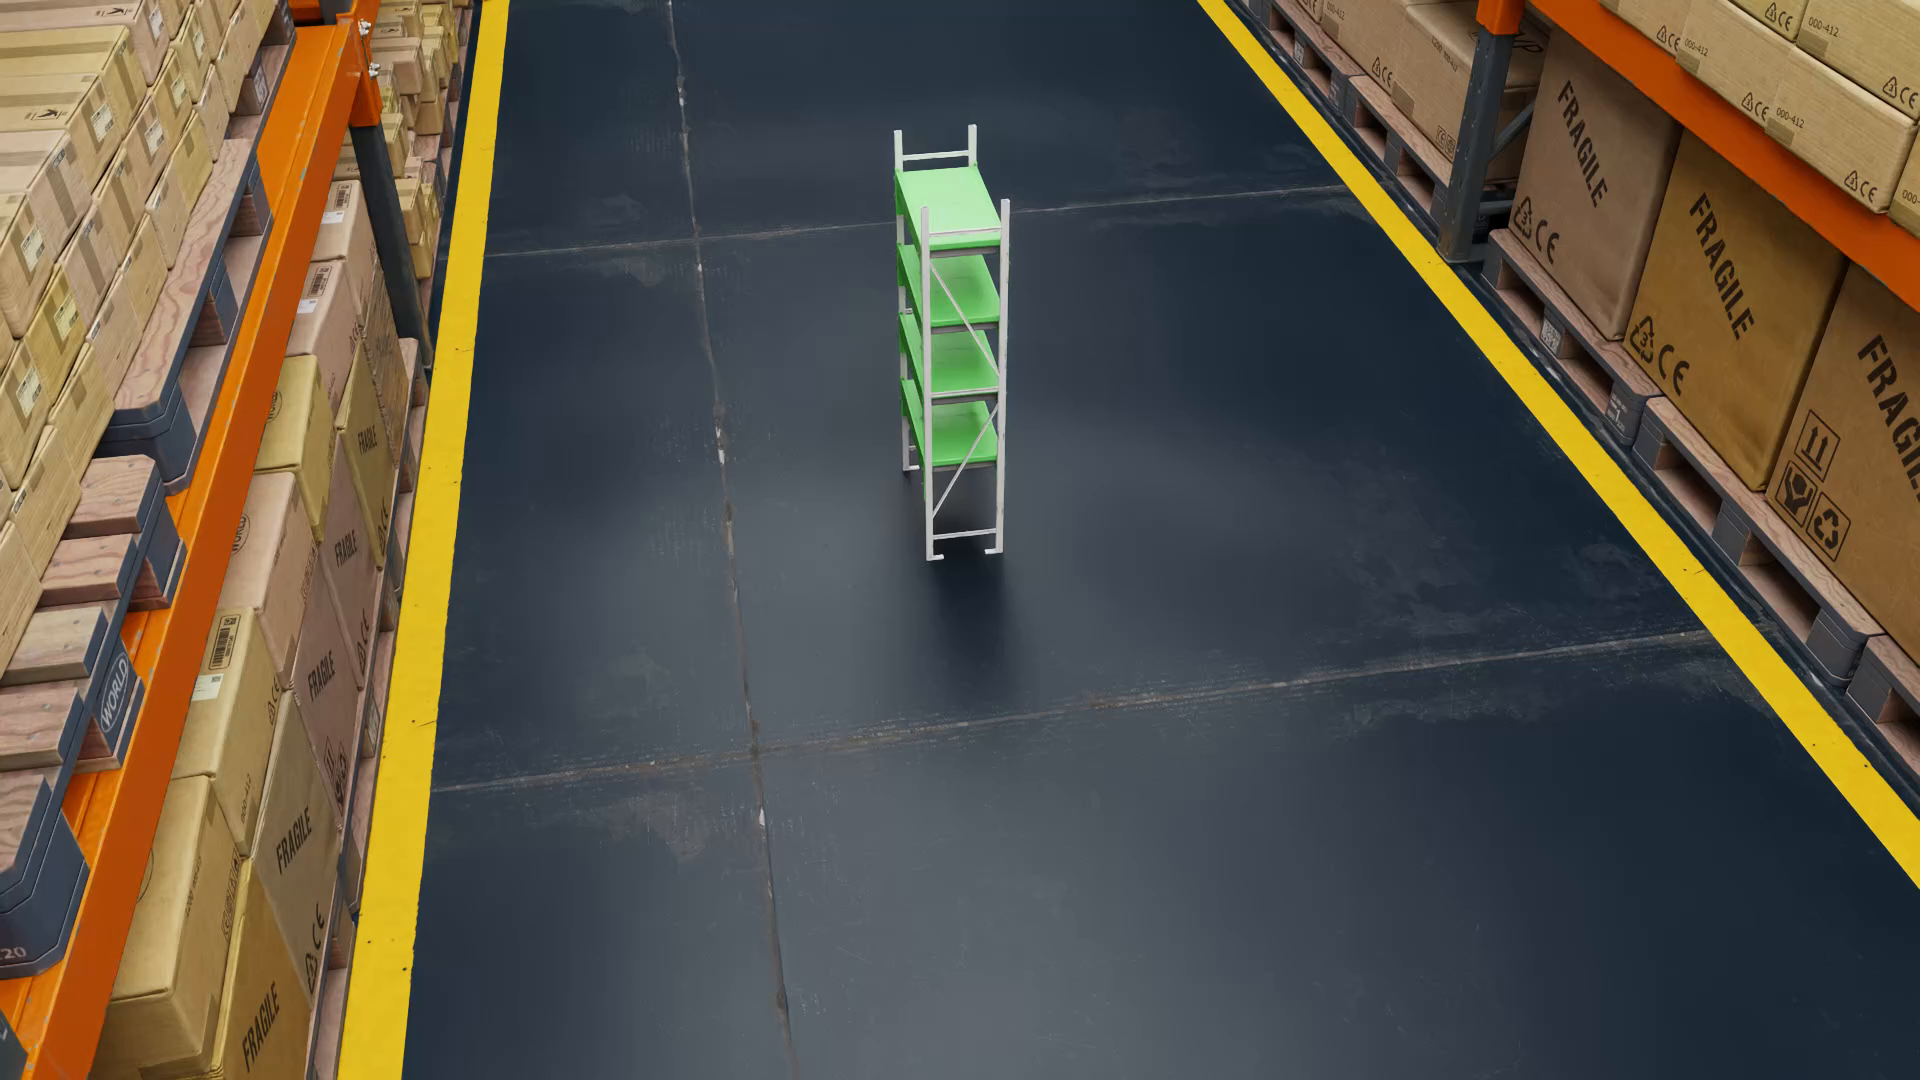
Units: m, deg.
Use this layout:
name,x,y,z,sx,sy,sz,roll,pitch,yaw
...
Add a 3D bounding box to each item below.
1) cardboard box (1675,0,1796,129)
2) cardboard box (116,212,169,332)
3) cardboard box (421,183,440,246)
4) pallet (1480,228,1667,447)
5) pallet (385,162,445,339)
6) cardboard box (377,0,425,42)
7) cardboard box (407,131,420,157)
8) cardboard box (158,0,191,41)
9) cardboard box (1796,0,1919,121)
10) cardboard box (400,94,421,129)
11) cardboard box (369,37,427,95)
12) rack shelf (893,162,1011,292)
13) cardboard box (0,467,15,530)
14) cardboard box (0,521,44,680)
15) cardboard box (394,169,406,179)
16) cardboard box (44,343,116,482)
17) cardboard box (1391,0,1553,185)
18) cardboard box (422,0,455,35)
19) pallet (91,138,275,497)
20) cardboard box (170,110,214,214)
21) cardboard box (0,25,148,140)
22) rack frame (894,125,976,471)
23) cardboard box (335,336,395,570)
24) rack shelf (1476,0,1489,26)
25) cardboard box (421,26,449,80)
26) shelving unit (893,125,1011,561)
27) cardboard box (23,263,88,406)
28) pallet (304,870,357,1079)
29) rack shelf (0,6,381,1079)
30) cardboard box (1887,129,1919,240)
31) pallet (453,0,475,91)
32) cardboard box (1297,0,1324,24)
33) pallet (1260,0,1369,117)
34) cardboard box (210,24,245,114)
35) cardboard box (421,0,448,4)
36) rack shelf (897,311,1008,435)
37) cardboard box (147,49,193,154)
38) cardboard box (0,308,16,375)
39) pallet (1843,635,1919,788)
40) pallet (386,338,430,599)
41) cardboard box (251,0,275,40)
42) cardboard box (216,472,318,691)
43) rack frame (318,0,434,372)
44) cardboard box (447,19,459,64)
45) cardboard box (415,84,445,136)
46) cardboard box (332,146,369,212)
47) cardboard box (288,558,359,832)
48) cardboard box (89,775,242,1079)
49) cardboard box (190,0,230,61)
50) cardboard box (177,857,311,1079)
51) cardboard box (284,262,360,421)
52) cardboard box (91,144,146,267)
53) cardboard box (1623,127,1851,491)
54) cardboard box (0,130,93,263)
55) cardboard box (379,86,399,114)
name,x,y,z,sx,sy,sz,roll,pitch,yaw
cardboard box,2.418,-1.397,4.726,0.500,0.250,0.500,-7,38,-8
cardboard box,-1.834,-0.524,3.342,0.380,0.149,0.250,-6,38,-7
cardboard box,-2.215,-1.236,6.377,0.380,0.149,0.250,-5,38,-7
pallet,2.644,-0.815,6.127,1.003,0.211,1.213,-6,38,-8
pallet,-2.574,-1.081,6.470,1.003,0.211,1.213,-6,38,-8
cardboard box,-2.526,-2.233,7.176,0.380,0.149,0.250,-6,38,-8
cardboard box,-2.404,-1.529,6.754,0.380,0.149,0.250,-7,38,-9
cardboard box,-1.981,-1.235,3.772,0.380,0.149,0.250,-7,38,-9
cardboard box,2.506,-1.292,4.182,0.500,0.250,0.500,-7,38,-9
cardboard box,-2.450,-1.810,6.874,0.380,0.149,0.250,-5,38,-6
cardboard box,-2.393,-1.924,6.778,0.380,0.149,0.250,-5,38,-7
rack shelf,-0.029,-0.902,4.755,0.258,0.148,0.480,-6,38,-8
cardboard box,-1.657,-0.026,2.459,0.380,0.149,0.250,-4,38,-6
cardboard box,-1.647,0.115,2.520,0.380,0.149,0.250,-4,38,-6
cardboard box,-2.302,-1.335,6.262,0.380,0.149,0.250,-6,38,-8
cardboard box,-1.743,-0.211,2.939,0.380,0.149,0.250,-5,38,-6
cardboard box,2.430,-1.919,7.021,0.875,0.438,0.875,-7,38,-9
cardboard box,-2.553,-2.441,7.686,0.380,0.149,0.250,-6,38,-7
pallet,-2.107,-0.480,3.580,1.003,0.211,1.213,-6,38,-8
cardboard box,-1.925,-0.842,3.752,0.380,0.149,0.250,-5,38,-6
cardboard box,-1.882,-0.911,3.355,0.380,0.149,0.250,-7,38,-9
rack frame,-0.072,-0.721,5.200,0.240,1.200,0.015,-6,38,-8
cardboard box,-1.954,-0.230,4.796,0.500,0.500,0.500,-7,38,-9
rack shelf,2.084,-3.298,7.637,1.077,0.370,4.000,-6,38,-8
cardboard box,-2.450,-2.121,7.274,0.380,0.149,0.250,-6,38,-7
shelving unit,-0.029,-0.574,5.011,0.258,1.200,0.503,-6,38,-8
cardboard box,-1.751,-0.339,2.862,0.380,0.149,0.250,-6,38,-8
pallet,-1.855,1.264,3.451,1.003,0.211,1.213,-6,38,-8
rack shelf,-2.071,-0.289,3.763,1.077,0.370,4.000,-6,38,-8
cardboard box,2.614,-0.789,3.943,0.500,0.250,0.500,-7,38,-8
pallet,-3.002,-2.555,8.367,1.003,0.211,1.213,-6,38,-8
cardboard box,2.116,-3.005,8.419,0.875,0.438,0.875,-5,38,-7
pallet,2.161,-2.479,8.269,1.003,0.211,1.213,-6,38,-8
cardboard box,-2.025,-1.170,4.173,0.380,0.149,0.250,-8,39,-10
cardboard box,-2.537,-2.559,7.596,0.380,0.149,0.250,-5,38,-6
rack shelf,-0.029,-0.523,5.050,0.258,0.148,0.480,-6,38,-8
cardboard box,-1.922,-0.950,3.648,0.380,0.149,0.250,-6,38,-8
cardboard box,-1.699,-0.277,2.539,0.380,0.149,0.250,-6,38,-8
pallet,3.072,0.659,4.230,1.003,0.211,1.213,-6,38,-8
pallet,-2.283,-0.210,5.348,1.003,0.211,1.213,-6,38,-8
cardboard box,-2.110,-1.472,4.562,0.380,0.149,0.250,-6,38,-8
cardboard box,-1.766,0.111,3.746,0.500,0.250,0.500,-6,38,-8
rack frame,-2.421,-1.781,5.097,1.000,3.000,0.127,-6,38,-8
cardboard box,-2.556,-2.333,7.790,0.380,0.149,0.250,-8,39,-10
cardboard box,-2.436,-1.855,7.174,0.380,0.149,0.250,-7,38,-9
cardboard box,-2.278,-1.286,5.957,0.380,0.149,0.250,-5,38,-6
cardboard box,-1.779,0.389,4.000,0.500,0.500,0.500,-7,38,-9
cardboard box,-1.602,0.718,2.965,0.500,0.250,0.500,-8,39,-10
cardboard box,-2.017,-1.272,4.062,0.380,0.149,0.250,-7,38,-9
cardboard box,-1.593,1.002,3.211,0.500,0.500,0.500,-8,39,-10
cardboard box,-1.965,-0.521,4.560,0.500,0.250,0.500,-5,38,-6
cardboard box,-1.834,-0.640,3.249,0.380,0.149,0.250,-7,38,-8
cardboard box,2.788,-0.790,5.212,0.875,0.875,0.875,-5,38,-7
cardboard box,-1.794,-0.600,2.955,0.380,0.149,0.250,-5,38,-6
cardboard box,-2.360,-1.606,6.369,0.380,0.149,0.250,-7,38,-9
